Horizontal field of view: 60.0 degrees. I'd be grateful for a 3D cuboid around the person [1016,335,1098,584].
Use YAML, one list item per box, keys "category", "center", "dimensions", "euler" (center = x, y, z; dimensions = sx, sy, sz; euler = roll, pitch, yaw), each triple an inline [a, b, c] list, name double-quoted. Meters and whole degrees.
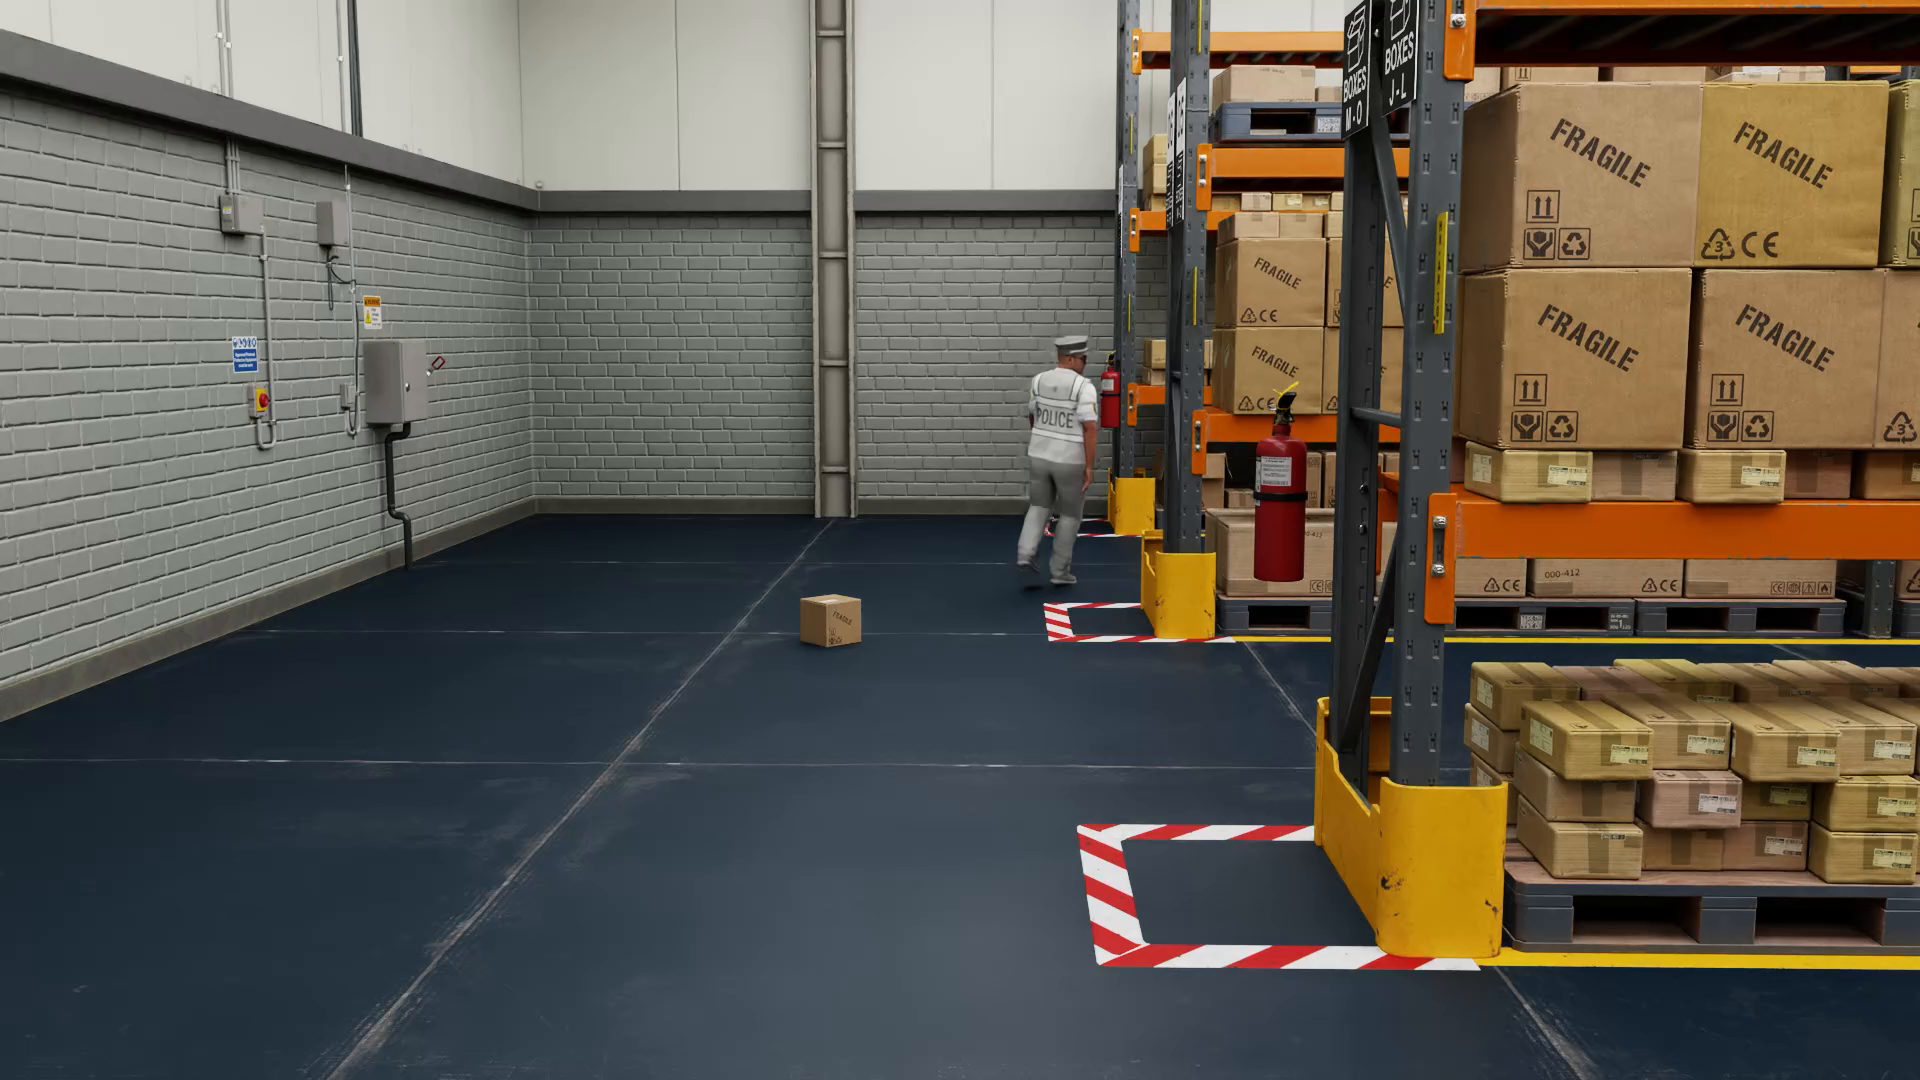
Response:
- category: "person"
  center: [0.725, -0.534, 11.512]
  dimensions: [0.595, 1.751, 0.592]
  euler: [4, 8, 30]
